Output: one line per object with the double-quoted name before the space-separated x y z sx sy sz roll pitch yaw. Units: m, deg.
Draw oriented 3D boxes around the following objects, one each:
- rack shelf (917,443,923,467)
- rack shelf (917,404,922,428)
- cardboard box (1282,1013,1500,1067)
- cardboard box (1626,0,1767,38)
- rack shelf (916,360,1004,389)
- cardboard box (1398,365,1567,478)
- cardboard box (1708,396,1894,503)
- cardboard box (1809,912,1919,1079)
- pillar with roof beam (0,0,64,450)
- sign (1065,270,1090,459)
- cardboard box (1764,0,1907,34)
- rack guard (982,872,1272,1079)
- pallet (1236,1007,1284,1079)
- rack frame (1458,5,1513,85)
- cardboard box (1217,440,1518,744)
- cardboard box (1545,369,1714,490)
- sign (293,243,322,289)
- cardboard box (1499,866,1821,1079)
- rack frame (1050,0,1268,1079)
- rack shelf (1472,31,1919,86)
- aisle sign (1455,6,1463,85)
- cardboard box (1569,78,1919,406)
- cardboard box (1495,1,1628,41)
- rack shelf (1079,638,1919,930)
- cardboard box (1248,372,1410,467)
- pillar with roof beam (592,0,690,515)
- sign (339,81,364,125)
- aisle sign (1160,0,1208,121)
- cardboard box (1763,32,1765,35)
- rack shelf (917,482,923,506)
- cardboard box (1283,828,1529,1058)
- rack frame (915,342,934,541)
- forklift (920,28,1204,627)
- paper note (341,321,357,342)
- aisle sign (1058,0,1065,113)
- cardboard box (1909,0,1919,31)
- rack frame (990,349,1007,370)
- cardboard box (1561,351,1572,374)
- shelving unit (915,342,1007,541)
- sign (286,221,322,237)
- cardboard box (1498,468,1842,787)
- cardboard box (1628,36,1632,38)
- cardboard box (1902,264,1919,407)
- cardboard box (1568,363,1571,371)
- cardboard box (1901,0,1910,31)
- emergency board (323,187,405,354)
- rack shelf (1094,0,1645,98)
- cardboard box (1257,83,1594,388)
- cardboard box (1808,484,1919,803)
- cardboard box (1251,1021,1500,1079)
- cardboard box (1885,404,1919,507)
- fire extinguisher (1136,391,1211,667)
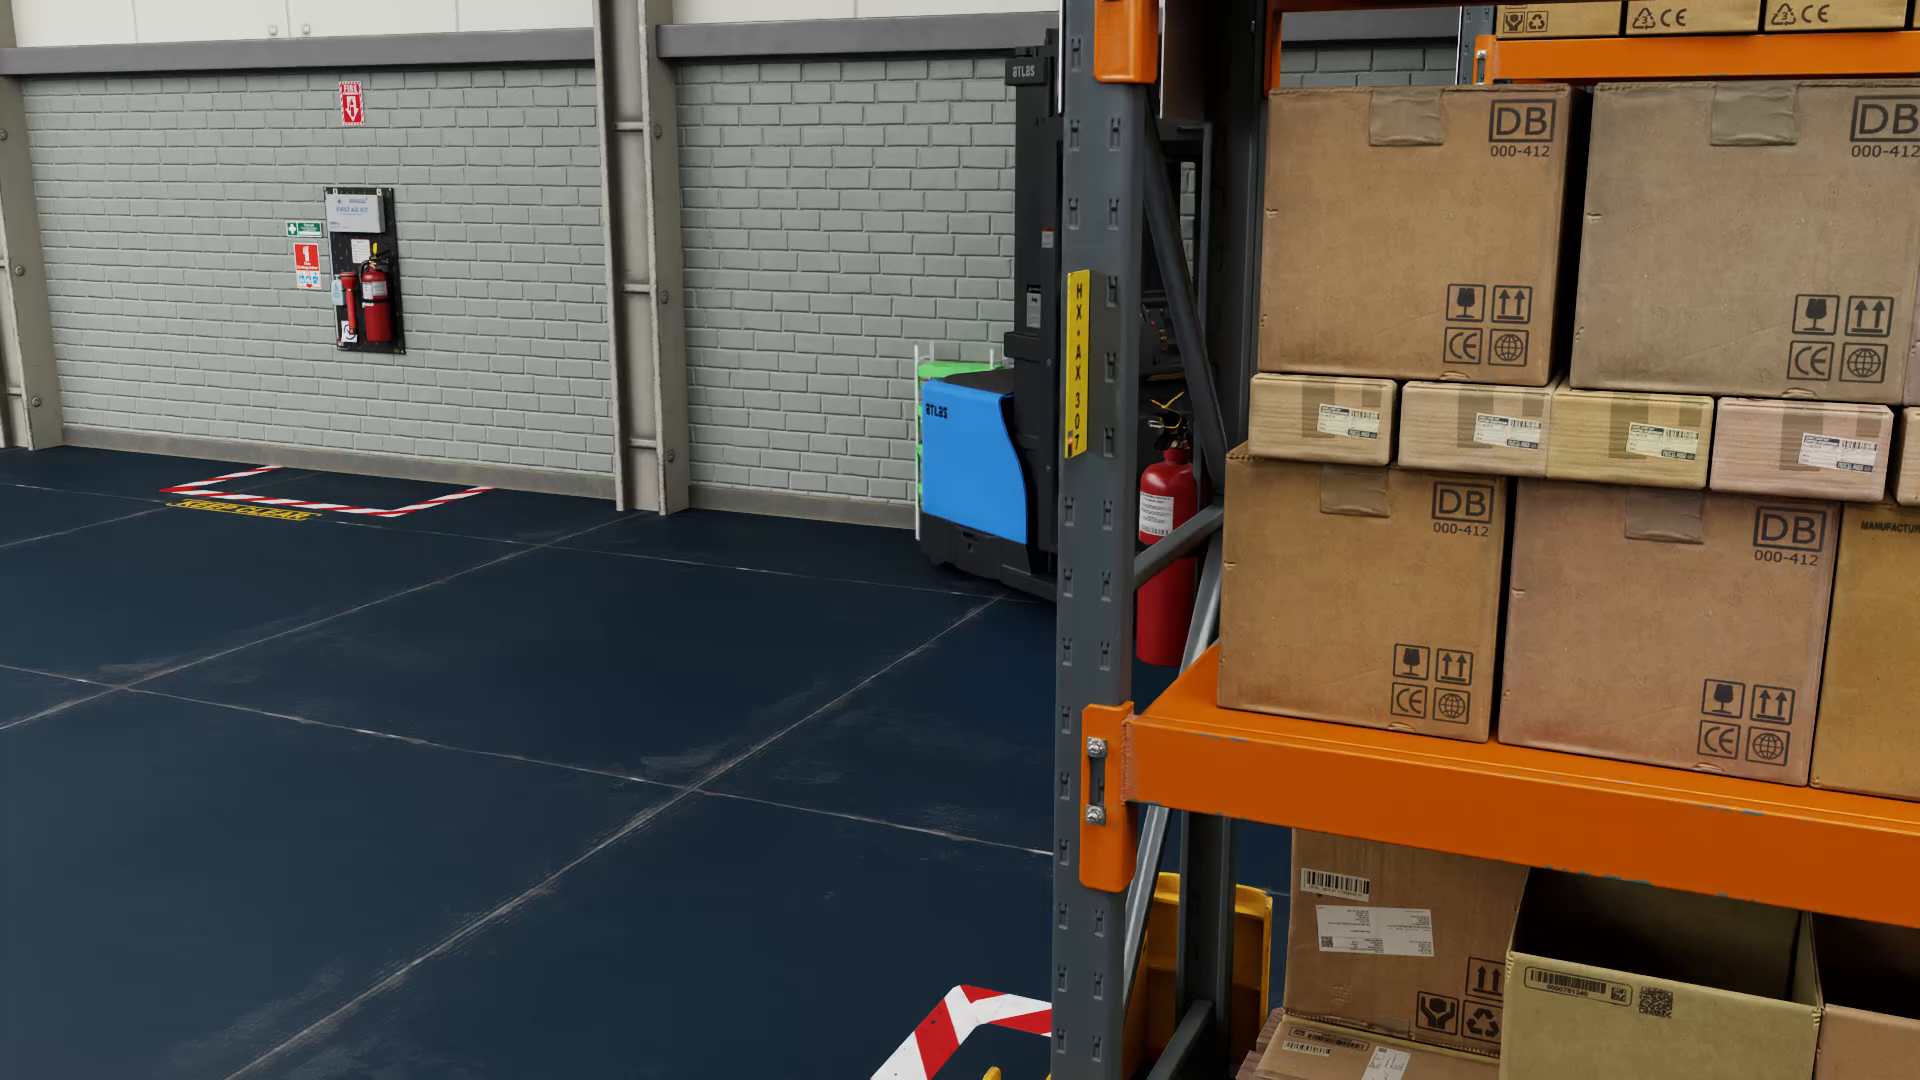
"rack shelf" 0.007 -0.521 10.125 0.480 0.148 0.258 6 14 23
"rack shelf" 0.007 -0.754 10.071 0.480 0.148 0.258 6 14 23
"cardboard box" 1.049 1.155 3.867 0.500 0.250 0.500 6 14 23
"cardboard box" 3.123 -2.381 7.006 0.500 0.500 0.500 7 15 27
"rack shelf" 0.008 -0.988 10.016 0.480 0.148 0.258 6 14 23
"cardboard box" 0.953 -0.227 3.016 0.250 0.149 0.380 5 14 22
"cardboard box" 1.410 -0.180 2.815 0.250 0.149 0.380 6 14 22
"cardboard box" 1.759 0.987 2.939 0.500 0.500 0.500 6 14 23
"pillar with roof beam" -9.283 -4.250 8.669 0.400 9.000 9.100 6 14 23
"sign" 0.208 -0.312 2.950 0.005 0.325 0.100 6 14 23
"cardboard box" 3.599 -2.334 6.805 0.500 0.500 0.500 7 15 26
"rack guard" 0.417 1.247 3.845 0.348 0.500 1.175 6 14 23
"pallet" 1.155 1.452 3.604 1.213 0.211 1.003 6 14 23
"rack frame" 2.442 -1.002 7.960 0.127 3.000 1.000 6 14 23
"cardboard box" 0.860 0.030 3.343 0.500 0.500 0.700 6 14 23
"cardboard box" 1.180 -0.203 2.916 0.250 0.149 0.380 6 14 23
"sign" -4.762 -2.000 12.135 0.234 0.329 0.001 6 14 23
"cardboard box" 1.297 0.944 3.125 0.500 0.500 0.500 6 14 23
"rack frame" 0.439 0.033 3.550 0.127 3.000 1.000 6 14 23
"rack shelf" 4.270 -1.927 6.911 4.000 0.370 1.077 6 14 23
"aisle sign" 2.254 -2.212 7.425 0.004 0.787 0.394 6 14 23
"cardboard box" 1.392 -0.549 2.971 0.500 0.500 0.700 5 14 22
"cardboard box" 2.646 -2.438 7.250 0.500 0.500 0.500 6 15 25
"rack shelf" 2.267 0.568 2.843 4.000 0.370 1.077 6 14 23
"cardboard box" 0.710 -0.251 3.118 0.250 0.149 0.380 6 14 23
"pillar with roof beam" -3.798 -3.695 6.303 0.400 9.000 9.100 6 14 23
"sign" -4.265 -3.060 11.656 0.199 0.298 0.001 6 14 23
"aisle sign" 0.497 -1.300 3.540 0.004 0.787 0.394 6 14 23
"cardboard box" 3.384 -2.495 7.491 0.500 0.500 0.500 6 14 23
"rack shelf" 0.006 -0.287 10.179 0.480 0.148 0.258 6 14 23
"cardboard box" 1.049 0.789 3.783 0.500 0.500 0.500 6 14 23
"rack frame" -0.217 -0.605 10.204 0.015 1.200 0.240 6 14 23
"forklift" 1.025 -1.082 8.451 1.130 2.935 3.031 -9 16 -34
"paper note" -4.432 -1.512 12.061 0.142 0.148 0.016 6 14 23
"aisle sign" 0.254 -1.175 3.006 0.004 0.787 0.394 6 14 23
"cardboard box" 4.097 -2.288 6.613 0.500 0.500 0.500 7 15 27
"rack frame" 0.231 -0.561 10.016 0.015 1.200 0.240 6 14 23
"cardboard box" 1.105 -0.312 3.381 0.250 0.149 0.380 6 15 25
"shelving unit" 0.007 -0.583 10.110 0.503 1.200 0.258 6 14 23
"sign" -4.761 -2.256 12.064 0.331 0.109 0.001 6 14 23
"cardboard box" 1.342 0.077 3.140 0.500 0.500 0.700 6 15 25
"cardboard box" 2.926 -2.535 7.665 0.500 0.500 0.500 7 15 27
"cardboard box" 1.853 -0.503 2.773 0.500 0.500 0.700 6 14 23
"cardboard box" 1.339 -0.289 3.280 0.250 0.149 0.380 6 14 22
"cardboard box" 3.852 -2.445 7.279 0.500 0.500 0.500 5 14 21
"emergency board" -4.298 -1.910 11.829 0.643 1.169 0.194 6 14 23
"rack shelf" 2.267 -0.892 2.500 4.000 0.370 1.077 6 14 23
"cardboard box" 0.909 -0.597 3.174 0.500 0.500 0.700 6 14 23
"cardboard box" 1.794 0.125 2.939 0.500 0.500 0.700 6 14 24
"cardboard box" 0.839 1.263 3.406 0.500 0.250 0.500 6 14 23
"cardboard box" 1.655 -0.155 2.712 0.250 0.149 0.380 5 14 21
"fire extinguisher" 0.519 -0.038 4.019 0.183 0.674 0.296 6 14 23
